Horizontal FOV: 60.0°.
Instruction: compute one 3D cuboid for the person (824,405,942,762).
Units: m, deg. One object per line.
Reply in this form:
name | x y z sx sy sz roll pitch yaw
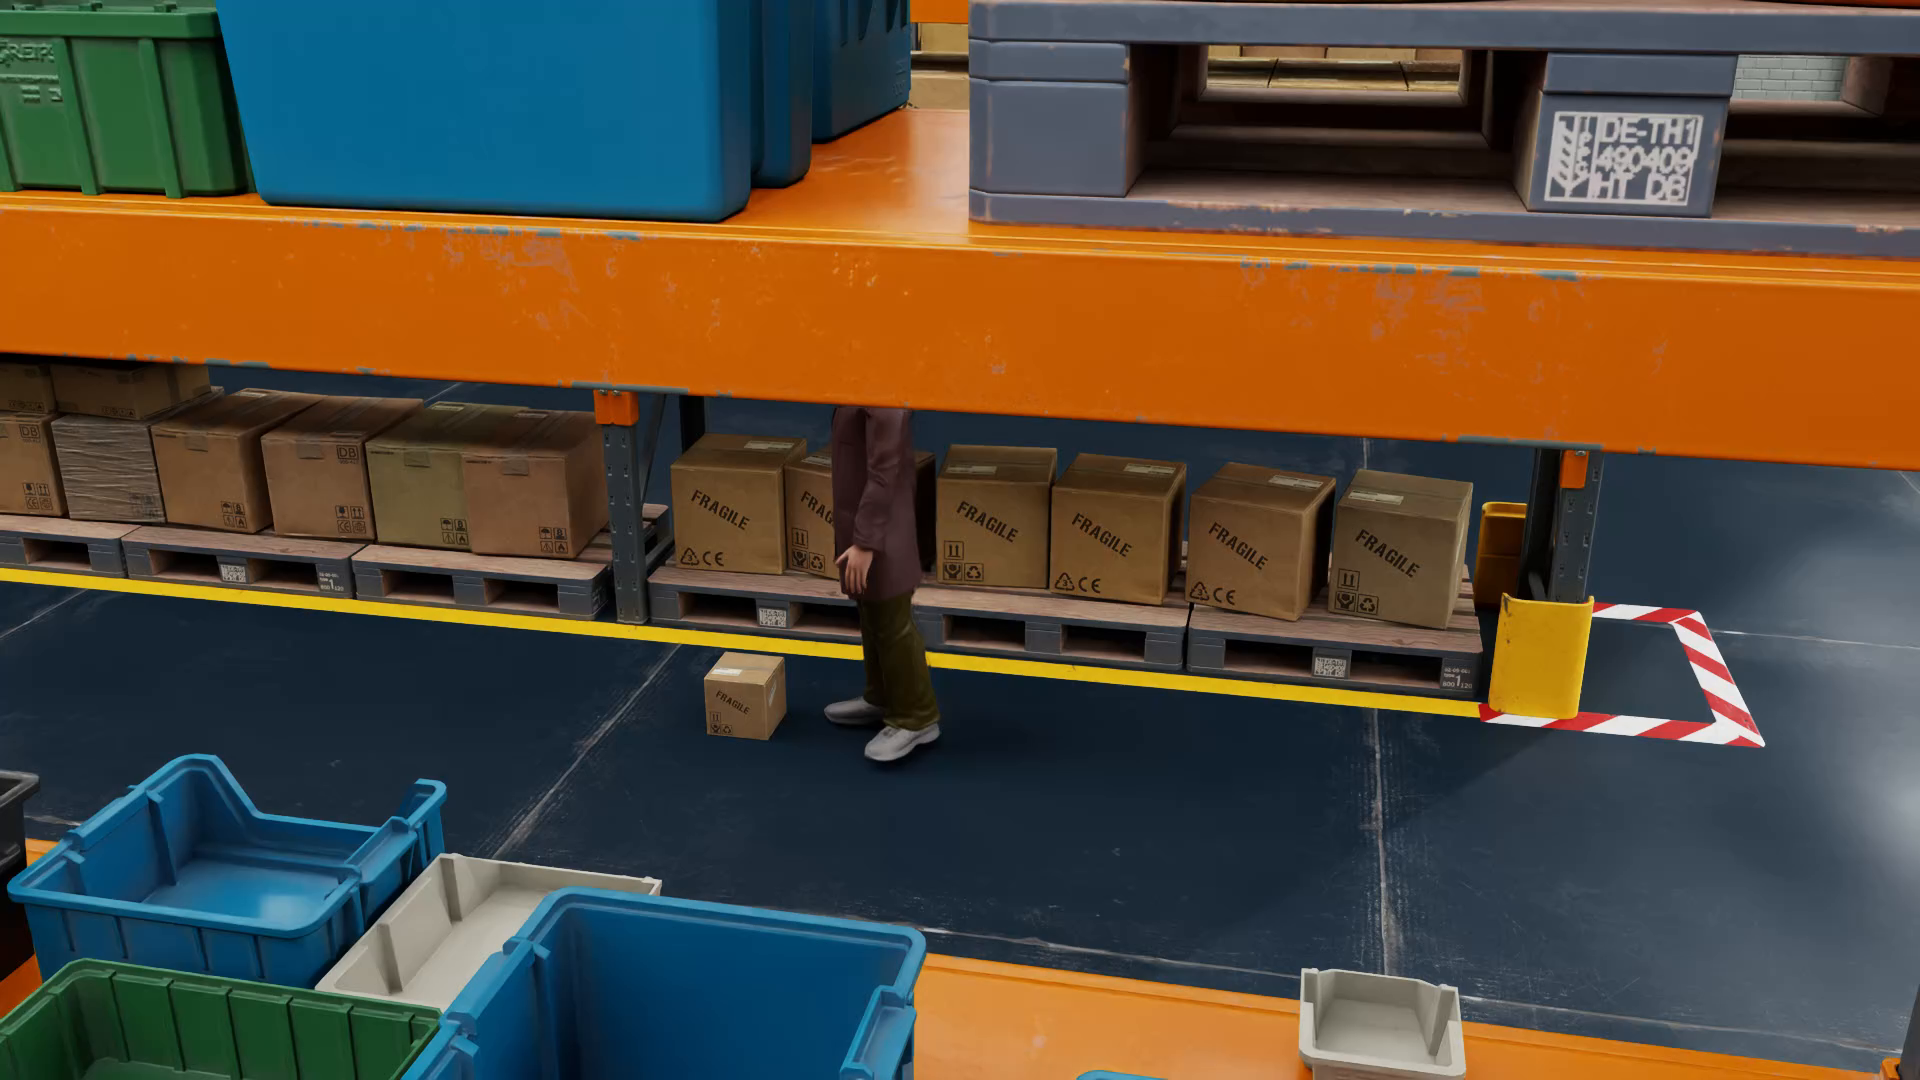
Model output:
person | -0.305 -0.058 6.206 0.467 1.779 0.639 -1 21 -2
